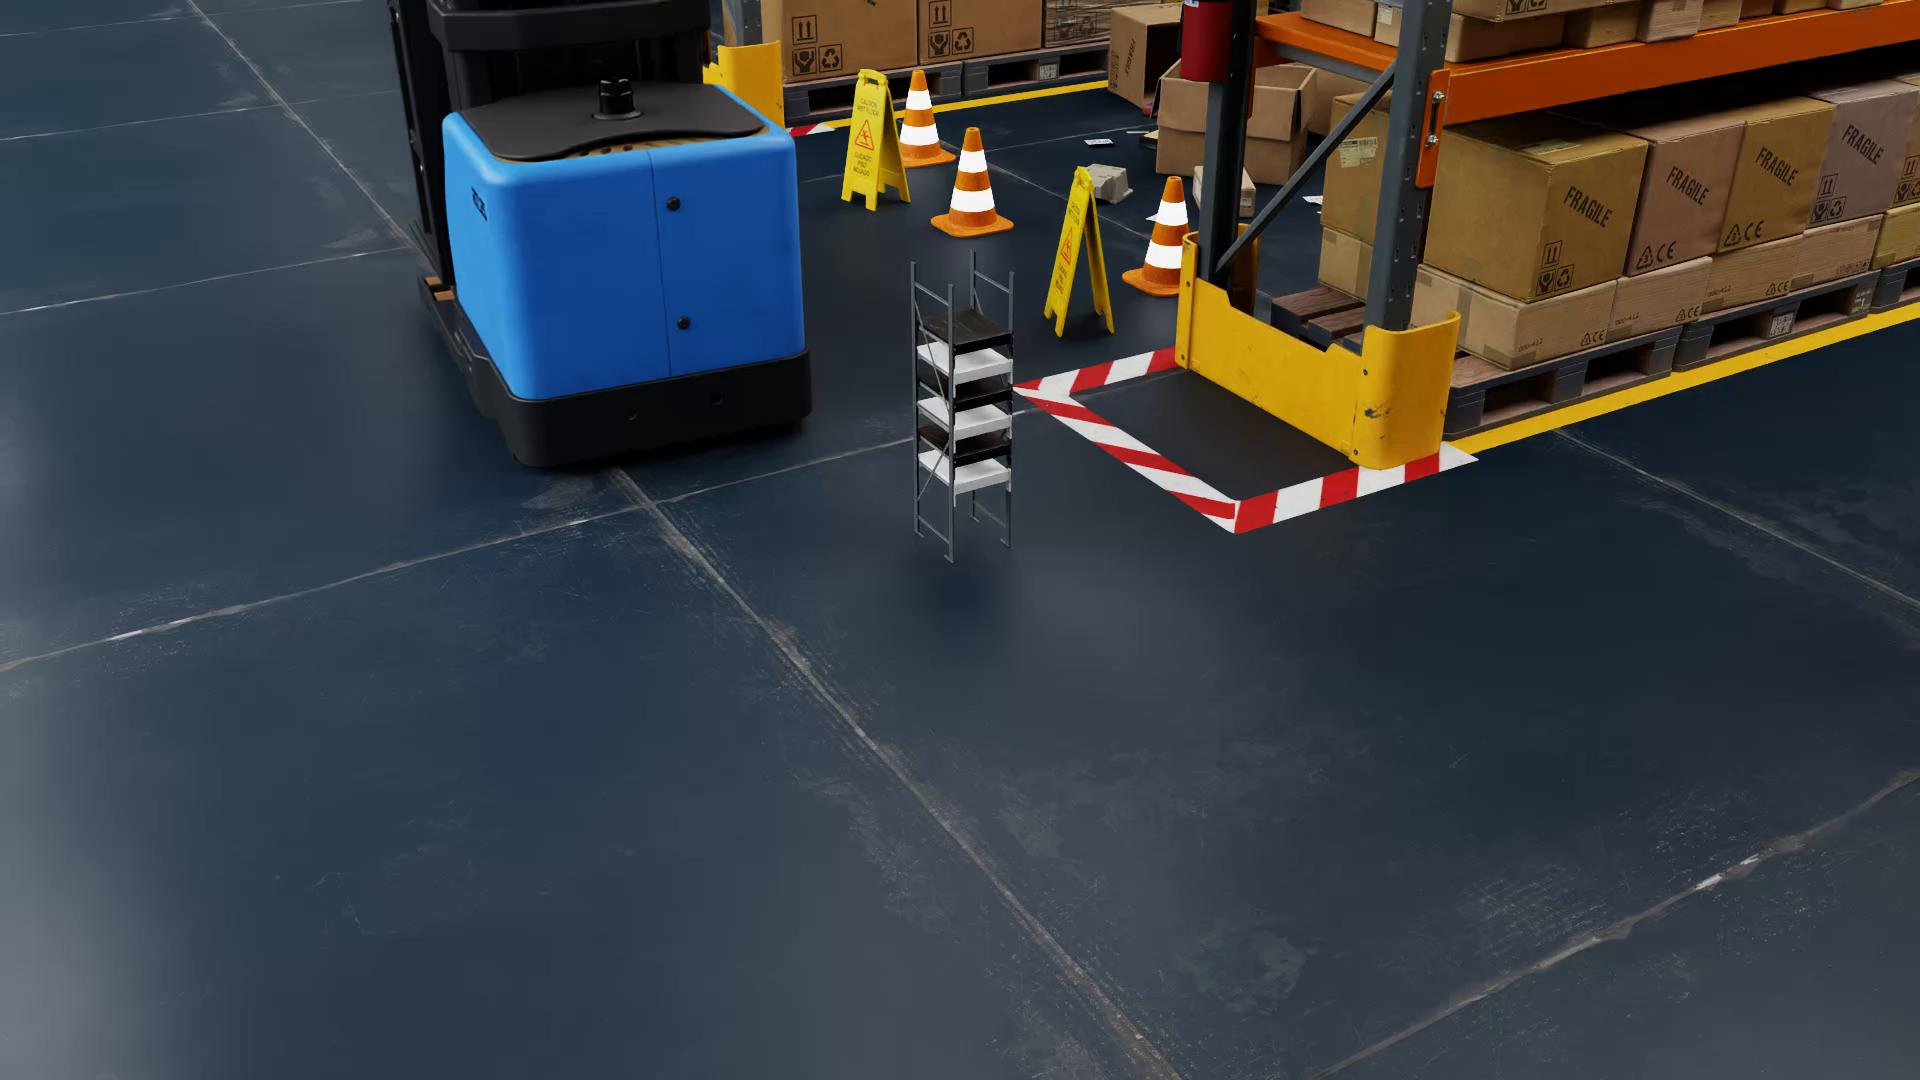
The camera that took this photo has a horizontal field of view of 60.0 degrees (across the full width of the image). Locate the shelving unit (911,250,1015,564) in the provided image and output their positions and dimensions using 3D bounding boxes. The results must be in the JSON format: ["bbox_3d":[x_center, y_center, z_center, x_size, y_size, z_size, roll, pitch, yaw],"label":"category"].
[{"bbox_3d":[0.007,-0.396,5.036,0.210,0.900,0.258,-16,33,-26],"label":"shelving unit"}]

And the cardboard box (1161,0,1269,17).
[{"bbox_3d":[1.472,-3.953,11.073,0.875,0.875,0.875,-15,32,-26],"label":"cardboard box"}]

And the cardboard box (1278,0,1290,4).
[{"bbox_3d":[2.540,-4.212,11.672,0.750,0.750,1.050,-16,33,-27],"label":"cardboard box"}]

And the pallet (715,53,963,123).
[{"bbox_3d":[-0.749,-2.852,10.200,1.213,0.211,1.003,-16,33,-26],"label":"pallet"}]

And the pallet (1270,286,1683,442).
[{"bbox_3d":[1.980,-0.789,6.462,1.213,0.211,1.003,-16,33,-26],"label":"pallet"}]

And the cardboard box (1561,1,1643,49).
[{"bbox_3d":[2.074,-1.793,5.655,0.250,0.149,0.380,-17,33,-28],"label":"cardboard box"}]

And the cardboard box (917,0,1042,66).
[{"bbox_3d":[-0.090,-3.508,10.267,0.875,0.875,0.875,-16,33,-27],"label":"cardboard box"}]

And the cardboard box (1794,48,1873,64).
[{"bbox_3d":[3.544,-1.927,7.273,0.500,0.500,0.500,-14,32,-24],"label":"cardboard box"}]

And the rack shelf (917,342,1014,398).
[{"bbox_3d":[0.007,-0.524,4.965,0.200,0.077,0.258,-16,33,-26],"label":"rack shelf"}]

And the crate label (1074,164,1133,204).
[{"bbox_3d":[0.704,-1.794,8.360,0.250,0.136,0.298,15,32,26],"label":"crate label"}]

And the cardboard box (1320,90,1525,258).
[{"bbox_3d":[1.755,-1.421,6.355,0.500,0.500,0.500,-16,33,-26],"label":"cardboard box"}]

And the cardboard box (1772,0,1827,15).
[{"bbox_3d":[2.962,-2.056,6.130,0.250,0.149,0.380,-17,33,-28],"label":"cardboard box"}]

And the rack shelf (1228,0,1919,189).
[{"bbox_3d":[2.921,-1.982,6.482,4.000,0.370,1.077,-16,33,-26],"label":"rack shelf"}]

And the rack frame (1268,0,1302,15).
[{"bbox_3d":[2.050,-4.824,10.887,0.127,3.000,1.000,-16,33,-26],"label":"rack frame"}]

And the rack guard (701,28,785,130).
[{"bbox_3d":[-1.419,-2.745,9.706,0.348,0.500,1.175,-16,33,-26],"label":"rack guard"}]

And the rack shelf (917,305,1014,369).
[{"bbox_3d":[0.007,-0.603,4.922,0.200,0.077,0.258,-16,33,-26],"label":"rack shelf"}]

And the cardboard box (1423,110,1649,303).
[{"bbox_3d":[2.052,-1.204,5.963,0.500,0.500,0.500,-17,33,-28],"label":"cardboard box"}]

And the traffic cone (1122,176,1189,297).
[{"bbox_3d":[0.914,-1.340,7.198,0.334,0.463,0.336,-16,33,-26],"label":"traffic cone"}]

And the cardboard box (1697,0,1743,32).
[{"bbox_3d":[2.522,-1.914,5.873,0.250,0.149,0.380,-15,32,-25],"label":"cardboard box"}]

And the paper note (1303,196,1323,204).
[{"bbox_3d":[1.811,-1.709,8.326,0.142,0.019,0.148,-5,29,-9],"label":"paper note"}]

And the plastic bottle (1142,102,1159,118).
[{"bbox_3d":[1.219,-2.504,9.724,0.283,0.061,0.133,22,36,34],"label":"plastic bottle"}]

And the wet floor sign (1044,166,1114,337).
[{"bbox_3d":[0.490,-1.176,6.713,0.232,0.644,0.267,-5,29,-9],"label":"wet floor sign"}]

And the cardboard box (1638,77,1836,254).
[{"bbox_3d":[2.937,-1.453,6.414,0.500,0.500,0.500,-15,32,-25],"label":"cardboard box"}]

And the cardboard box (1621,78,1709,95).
[{"bbox_3d":[2.642,-1.670,6.807,0.500,0.500,0.500,-17,33,-27],"label":"cardboard box"}]

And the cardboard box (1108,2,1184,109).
[{"bbox_3d":[1.232,-2.923,10.027,0.500,0.500,0.500,-10,30,-18],"label":"cardboard box"}]

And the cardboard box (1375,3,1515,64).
[{"bbox_3d":[1.594,-1.694,5.476,0.250,0.149,0.380,-16,33,-26],"label":"cardboard box"}]

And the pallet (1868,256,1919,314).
[{"bbox_3d":[4.084,-1.387,7.544,1.213,0.211,1.003,-16,33,-26],"label":"pallet"}]

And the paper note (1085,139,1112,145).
[{"bbox_3d":[0.778,-2.211,9.226,0.142,0.017,0.144,-5,29,-9],"label":"paper note"}]

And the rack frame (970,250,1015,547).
[{"bbox_3d":[0.095,-0.421,5.081,0.006,0.900,0.240,-16,33,-26],"label":"rack frame"}]

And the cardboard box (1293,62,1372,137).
[{"bbox_3d":[2.230,-2.491,9.102,0.503,0.637,0.797,-16,33,-26],"label":"cardboard box"}]

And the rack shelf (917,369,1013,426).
[{"bbox_3d":[0.007,-0.446,5.009,0.200,0.077,0.258,-16,33,-26],"label":"rack shelf"}]

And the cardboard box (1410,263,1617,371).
[{"bbox_3d":[2.032,-0.870,6.133,0.500,0.250,0.500,-16,33,-27],"label":"cardboard box"}]

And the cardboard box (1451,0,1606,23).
[{"bbox_3d":[1.745,-1.982,5.326,0.500,0.500,0.500,-16,33,-27],"label":"cardboard box"}]

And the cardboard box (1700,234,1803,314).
[{"bbox_3d":[2.940,-1.130,6.605,0.500,0.250,0.500,-14,32,-23],"label":"cardboard box"}]

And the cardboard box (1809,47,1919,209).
[{"bbox_3d":[3.833,-1.713,6.885,0.500,0.500,0.500,-15,32,-25],"label":"cardboard box"}]

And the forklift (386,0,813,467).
[{"bbox_3d":[-1.611,-2.215,6.230,1.130,2.935,3.031,-13,31,-22],"label":"forklift"}]

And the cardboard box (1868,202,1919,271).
[{"bbox_3d":[3.817,-1.375,7.049,0.500,0.250,0.500,-17,33,-28],"label":"cardboard box"}]
